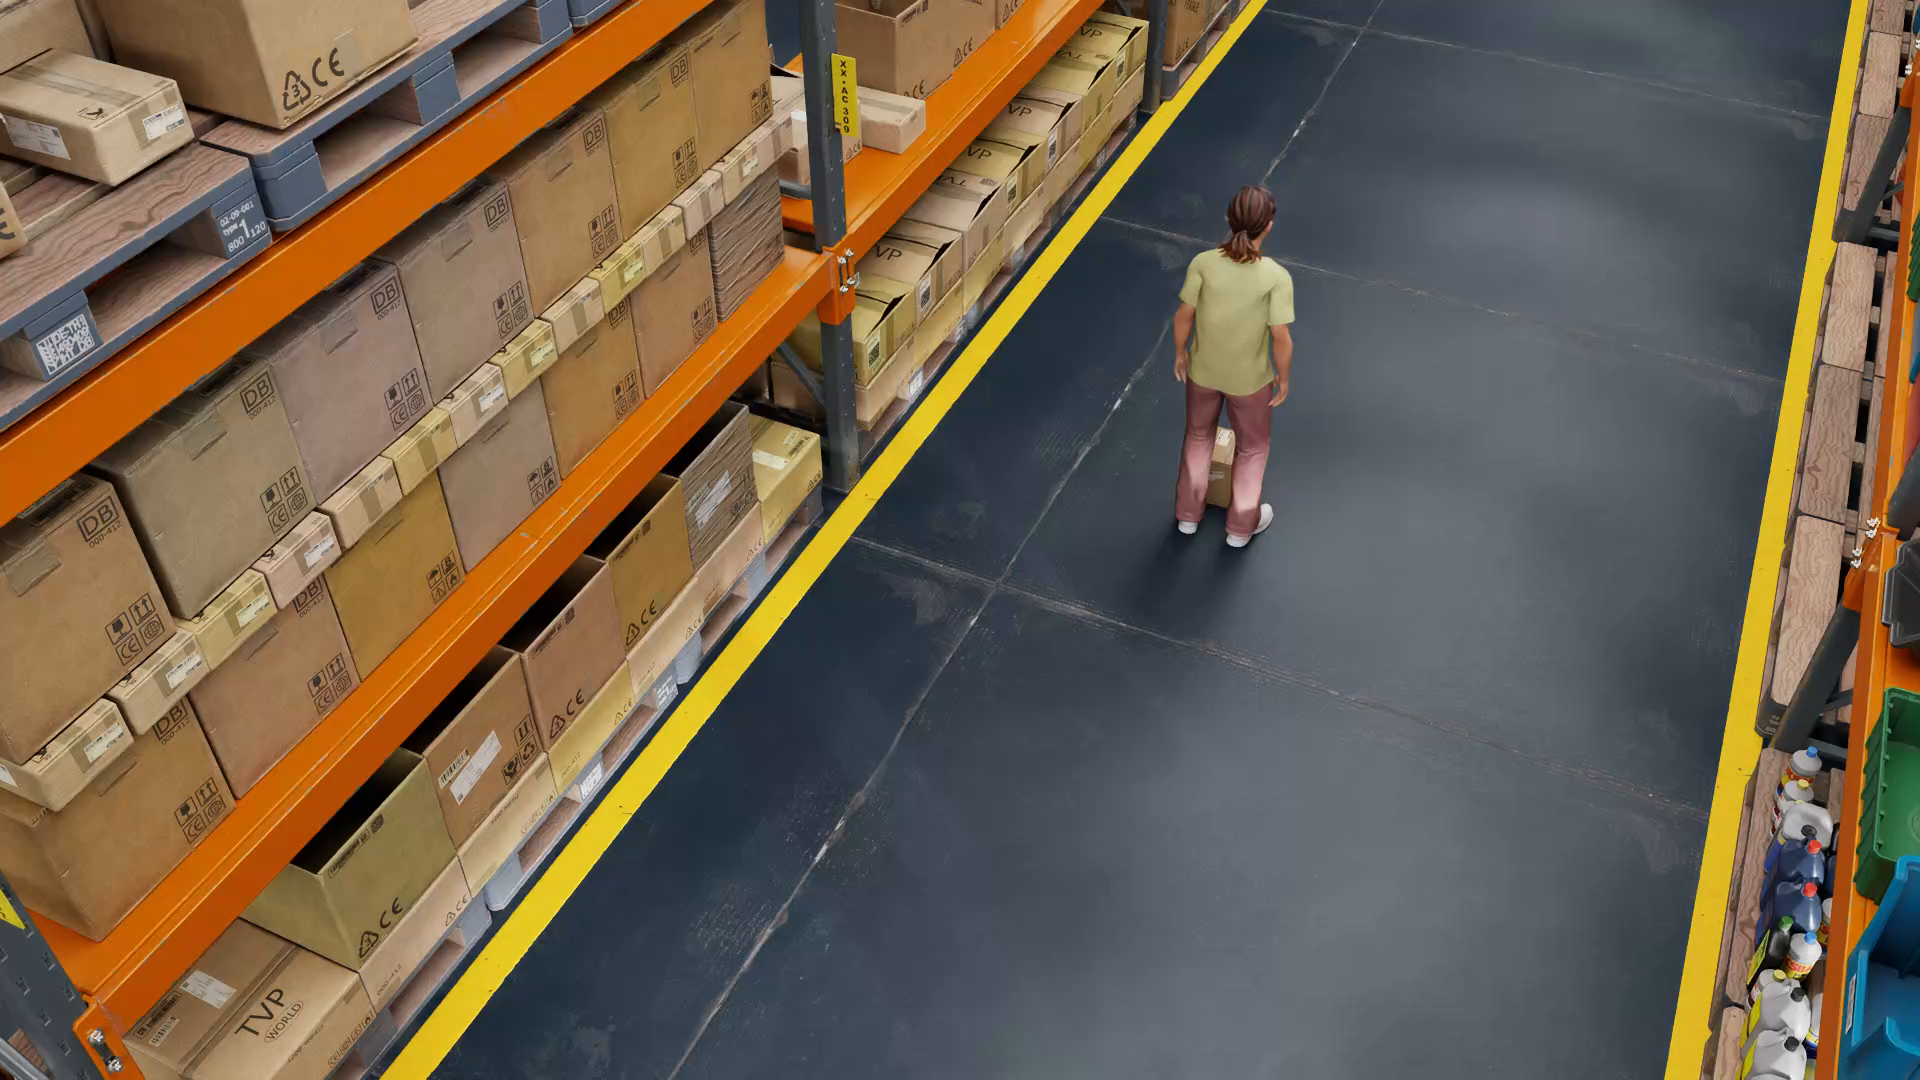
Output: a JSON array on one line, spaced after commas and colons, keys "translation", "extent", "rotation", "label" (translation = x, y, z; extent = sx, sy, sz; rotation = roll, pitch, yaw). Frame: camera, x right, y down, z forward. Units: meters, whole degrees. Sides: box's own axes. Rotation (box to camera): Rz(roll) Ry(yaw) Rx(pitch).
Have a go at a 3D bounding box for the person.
[{"translation": [1.129, -0.699, 6.933], "extent": [0.500, 1.673, 0.353], "rotation": [17, 45, 18], "label": "person"}]
